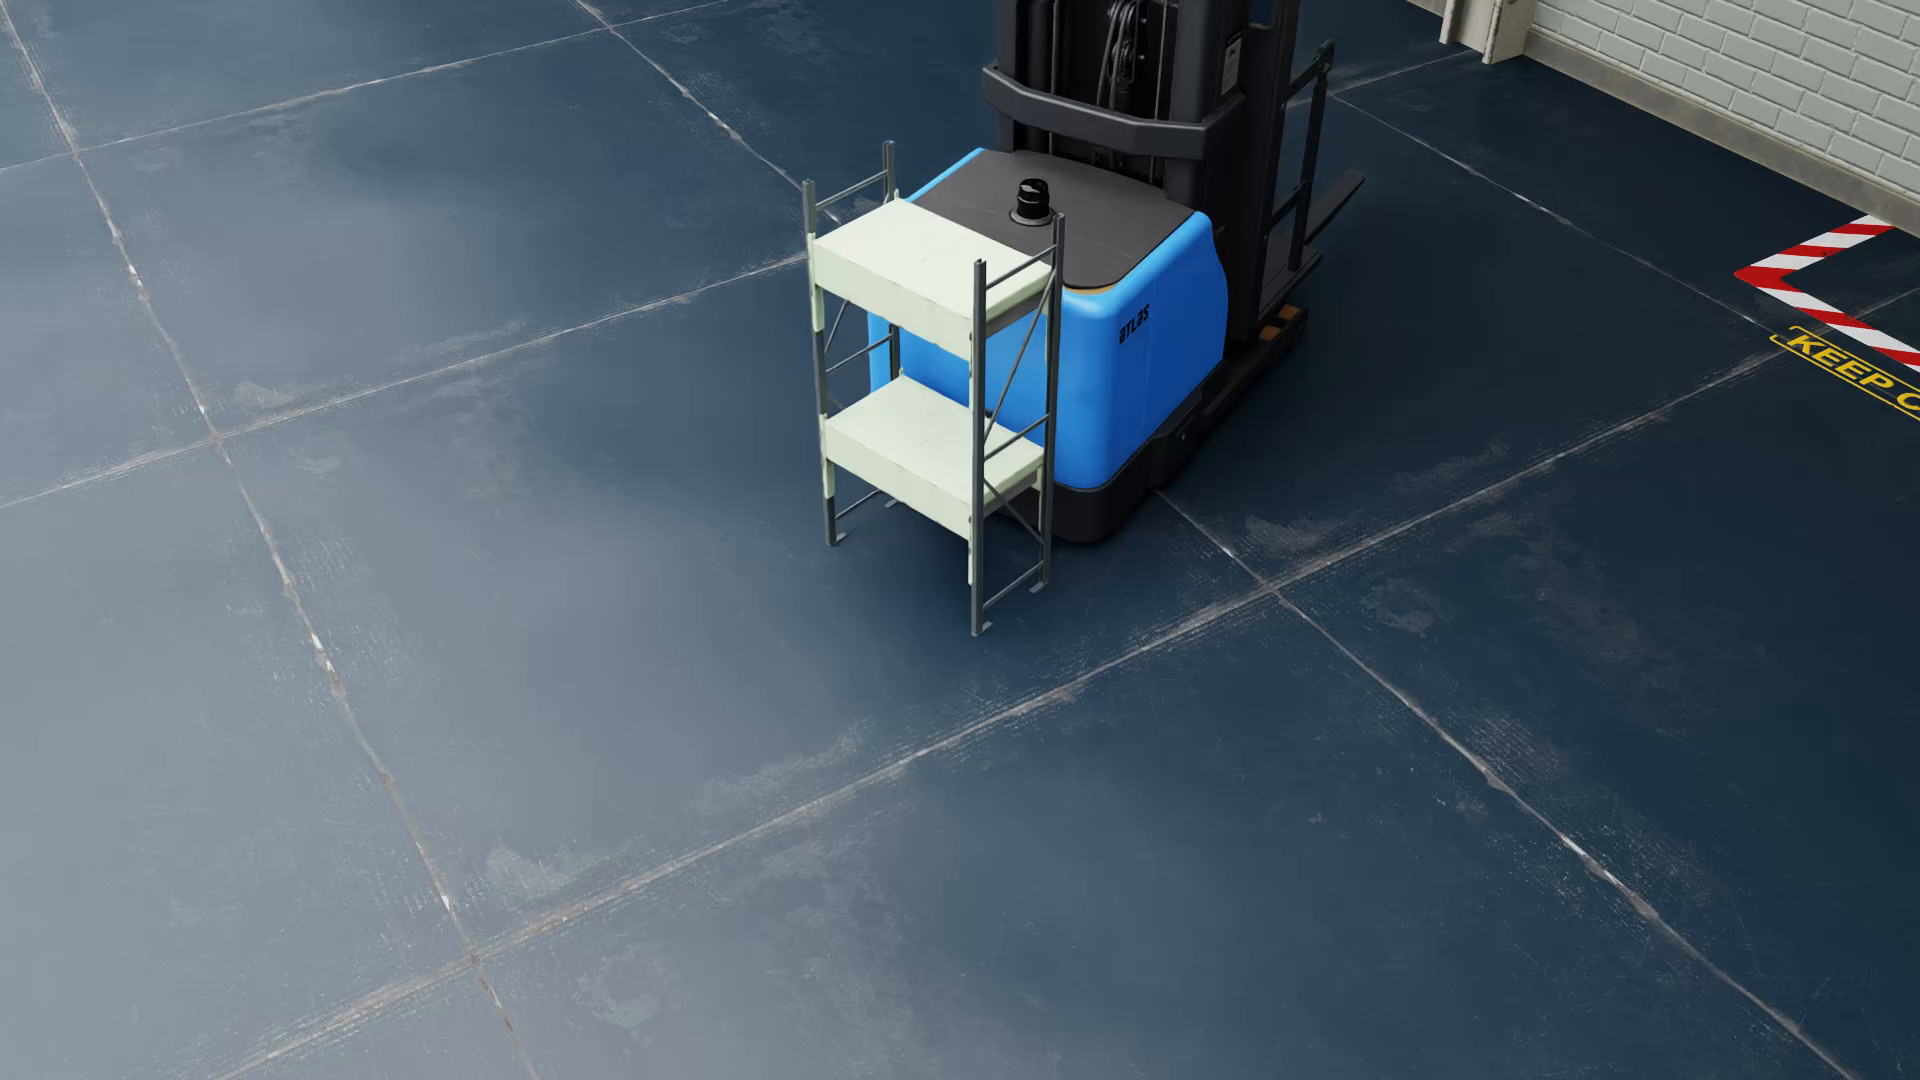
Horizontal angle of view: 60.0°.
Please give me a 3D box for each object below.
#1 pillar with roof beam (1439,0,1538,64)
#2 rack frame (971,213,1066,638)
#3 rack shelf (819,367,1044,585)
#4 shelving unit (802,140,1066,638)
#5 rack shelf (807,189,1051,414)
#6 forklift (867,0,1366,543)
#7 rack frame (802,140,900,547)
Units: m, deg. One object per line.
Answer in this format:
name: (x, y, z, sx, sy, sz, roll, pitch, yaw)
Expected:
pillar with roof beam: (-0.582, -4.855, 5.047, 9.100, 9.000, 0.400, -22, 45, -24)
rack frame: (0.182, -0.332, 5.476, 0.023, 1.500, 0.400, 30, 48, 31)
rack shelf: (-0.088, -0.239, 5.874, 0.720, 0.370, 0.431, 30, 48, 31)
shelving unit: (-0.088, -0.489, 5.666, 0.755, 1.500, 0.431, 30, 48, 31)
rack shelf: (-0.088, -0.789, 5.416, 0.720, 0.370, 0.431, 30, 48, 31)
forklift: (0.862, -2.031, 6.398, 1.130, 2.935, 3.031, 22, 45, 25)
rack frame: (-0.359, -0.647, 5.855, 0.023, 1.500, 0.400, 30, 48, 31)
